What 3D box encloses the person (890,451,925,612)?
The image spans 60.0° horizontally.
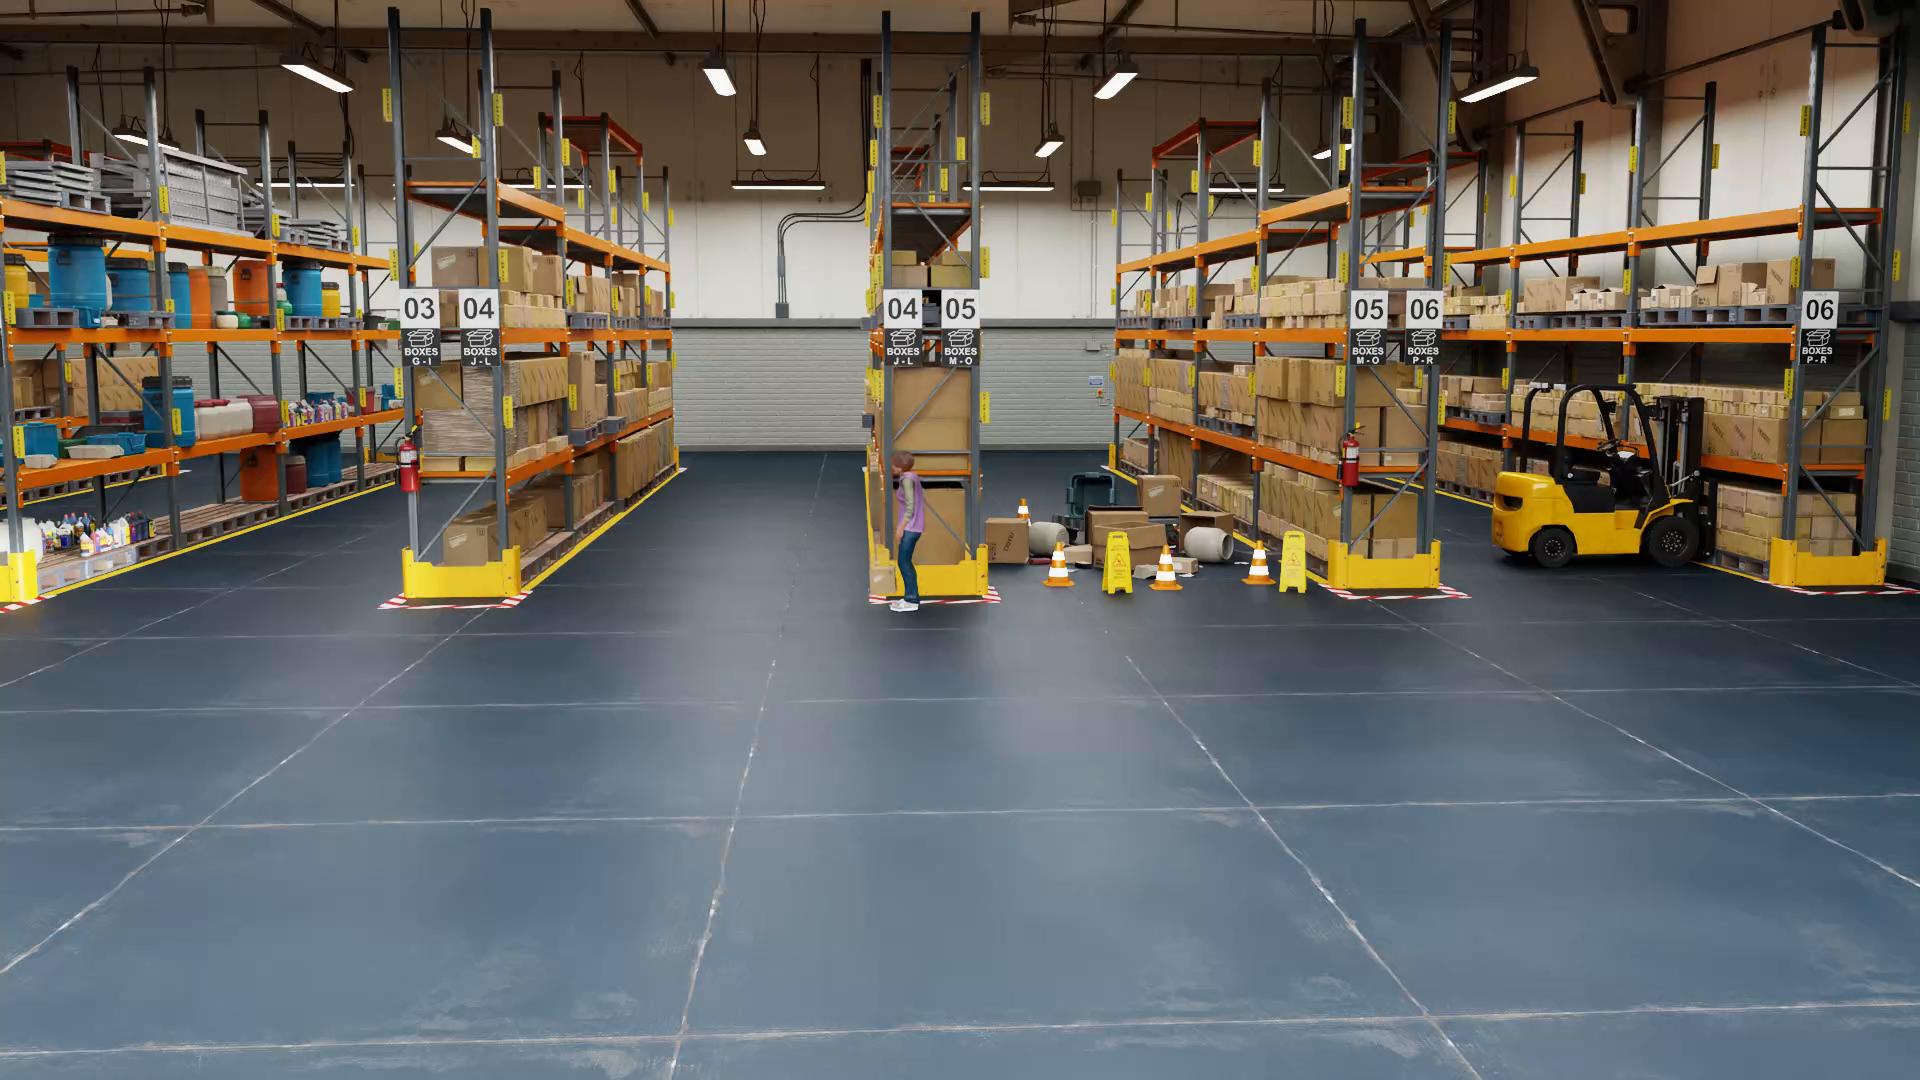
[{"bbox_3d":[-0.521,-0.092,16.554,0.347,1.590,0.472,0,7,-1],"label":"person"}]
